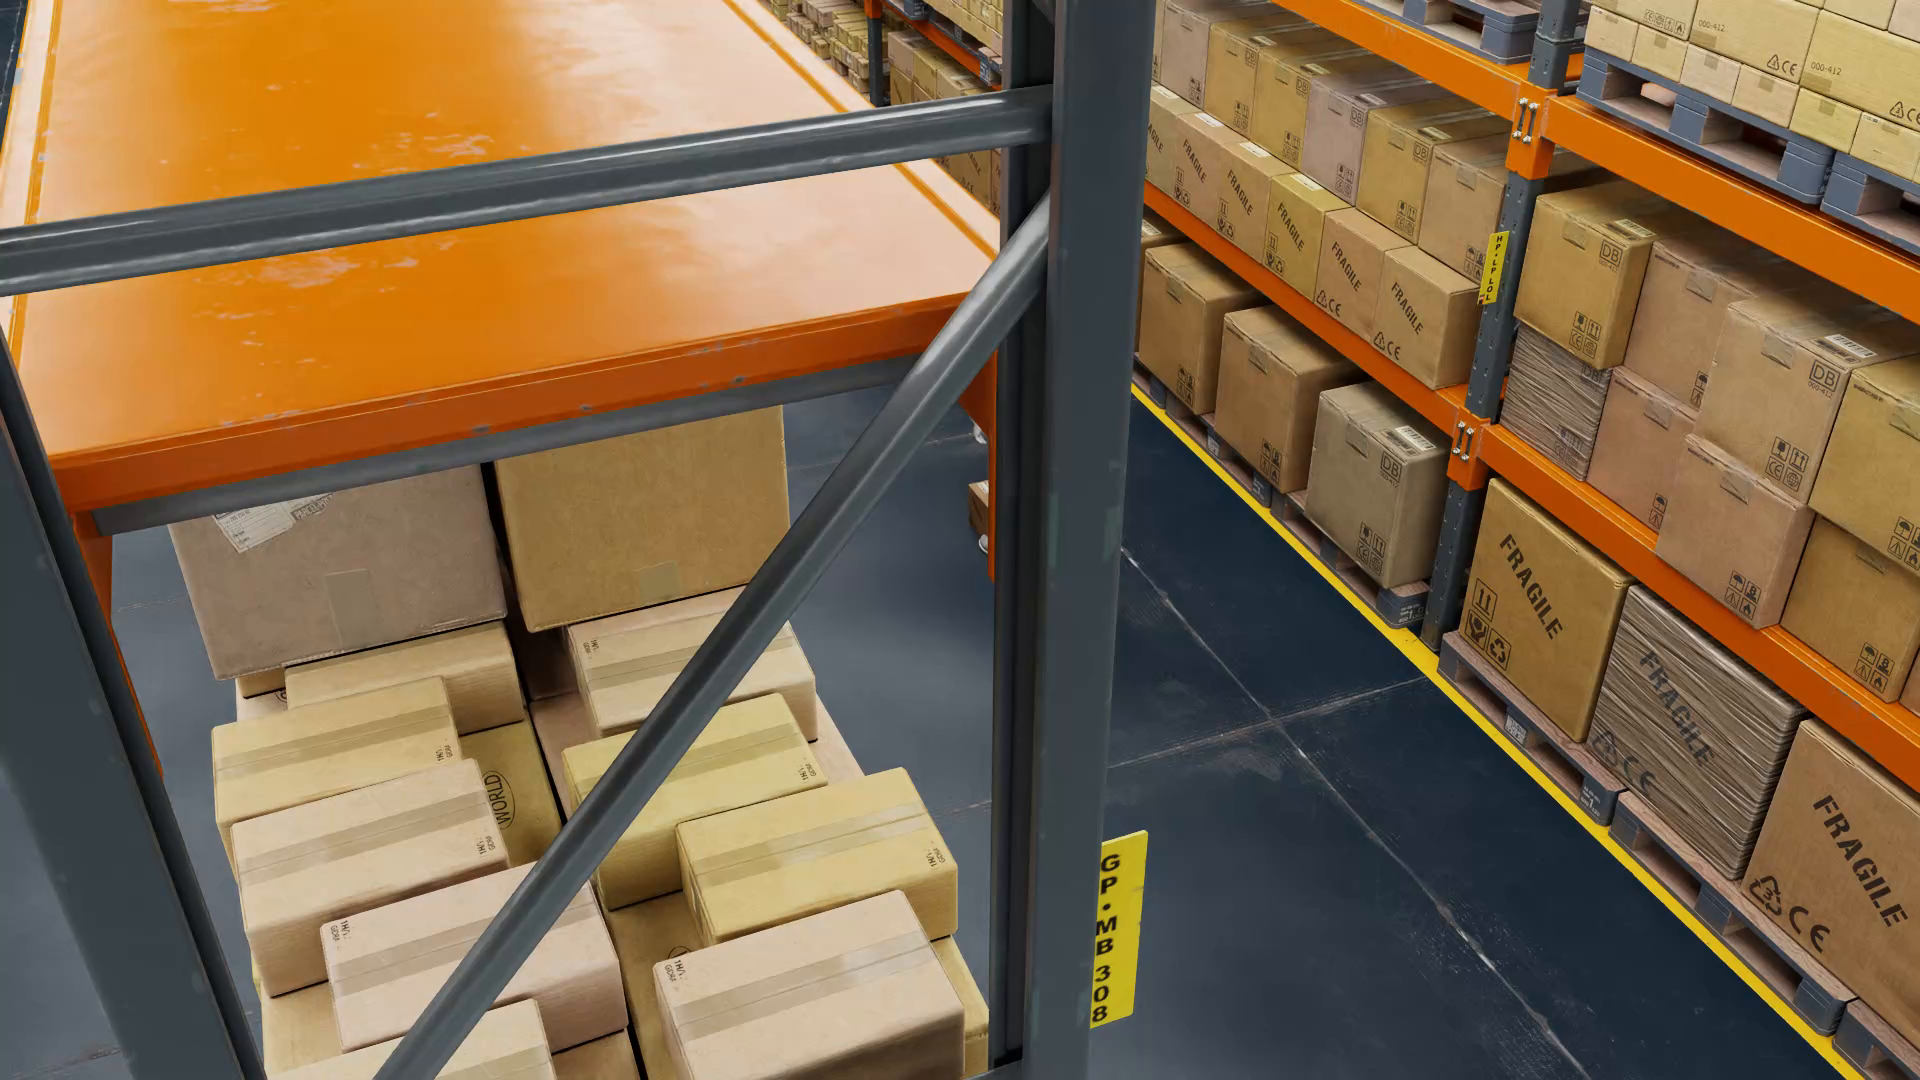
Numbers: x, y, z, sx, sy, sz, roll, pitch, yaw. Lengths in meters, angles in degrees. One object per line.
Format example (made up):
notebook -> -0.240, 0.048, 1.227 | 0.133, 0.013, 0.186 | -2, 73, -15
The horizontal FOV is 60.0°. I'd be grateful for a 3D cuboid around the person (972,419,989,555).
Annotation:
person -> 0.312, -0.633, 8.469 | 0.528, 1.664, 0.372 | -13, 36, -19
